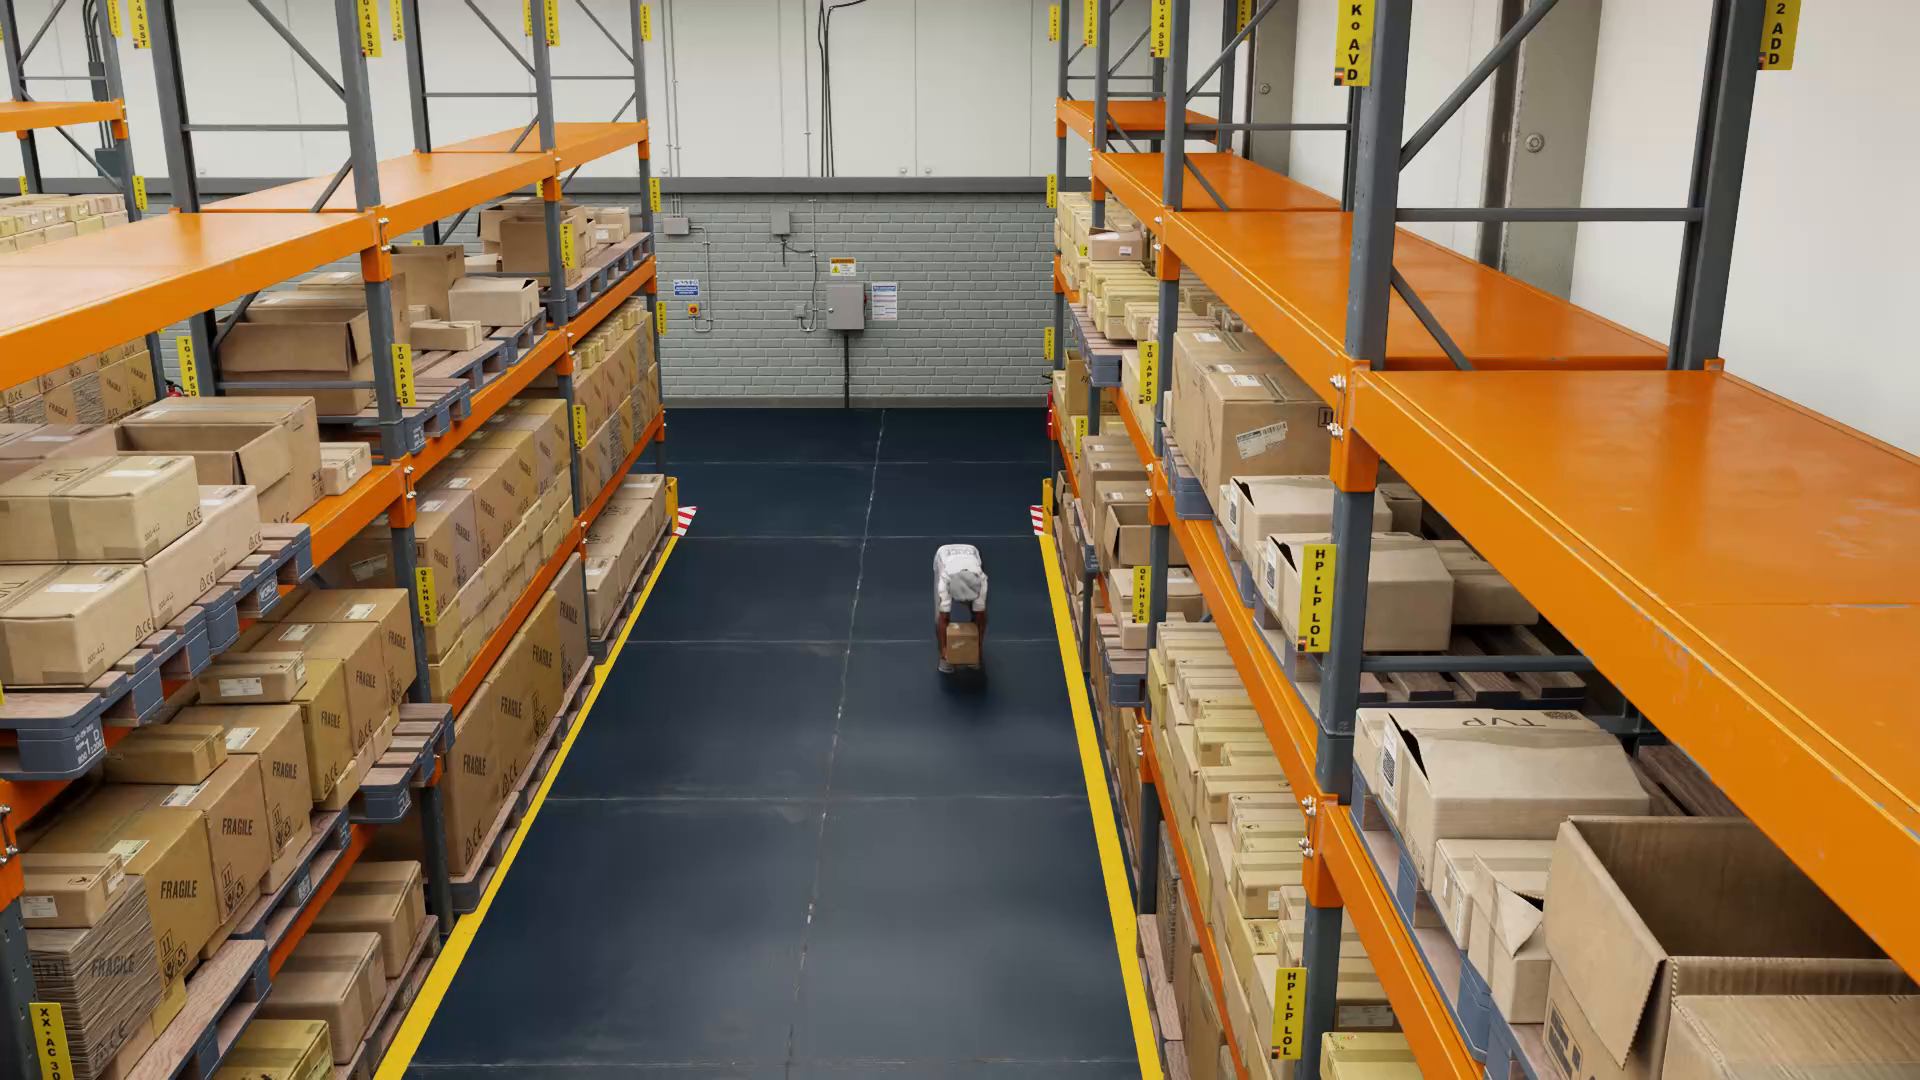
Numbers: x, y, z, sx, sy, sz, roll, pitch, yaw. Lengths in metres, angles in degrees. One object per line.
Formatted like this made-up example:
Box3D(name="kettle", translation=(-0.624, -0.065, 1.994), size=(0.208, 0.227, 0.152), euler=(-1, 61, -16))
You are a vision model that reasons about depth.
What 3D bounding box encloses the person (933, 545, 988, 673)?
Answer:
Box3D(name="person", translation=(0.018, 0.598, 13.231), size=(0.431, 1.022, 0.938), euler=(-2, 17, -5))
